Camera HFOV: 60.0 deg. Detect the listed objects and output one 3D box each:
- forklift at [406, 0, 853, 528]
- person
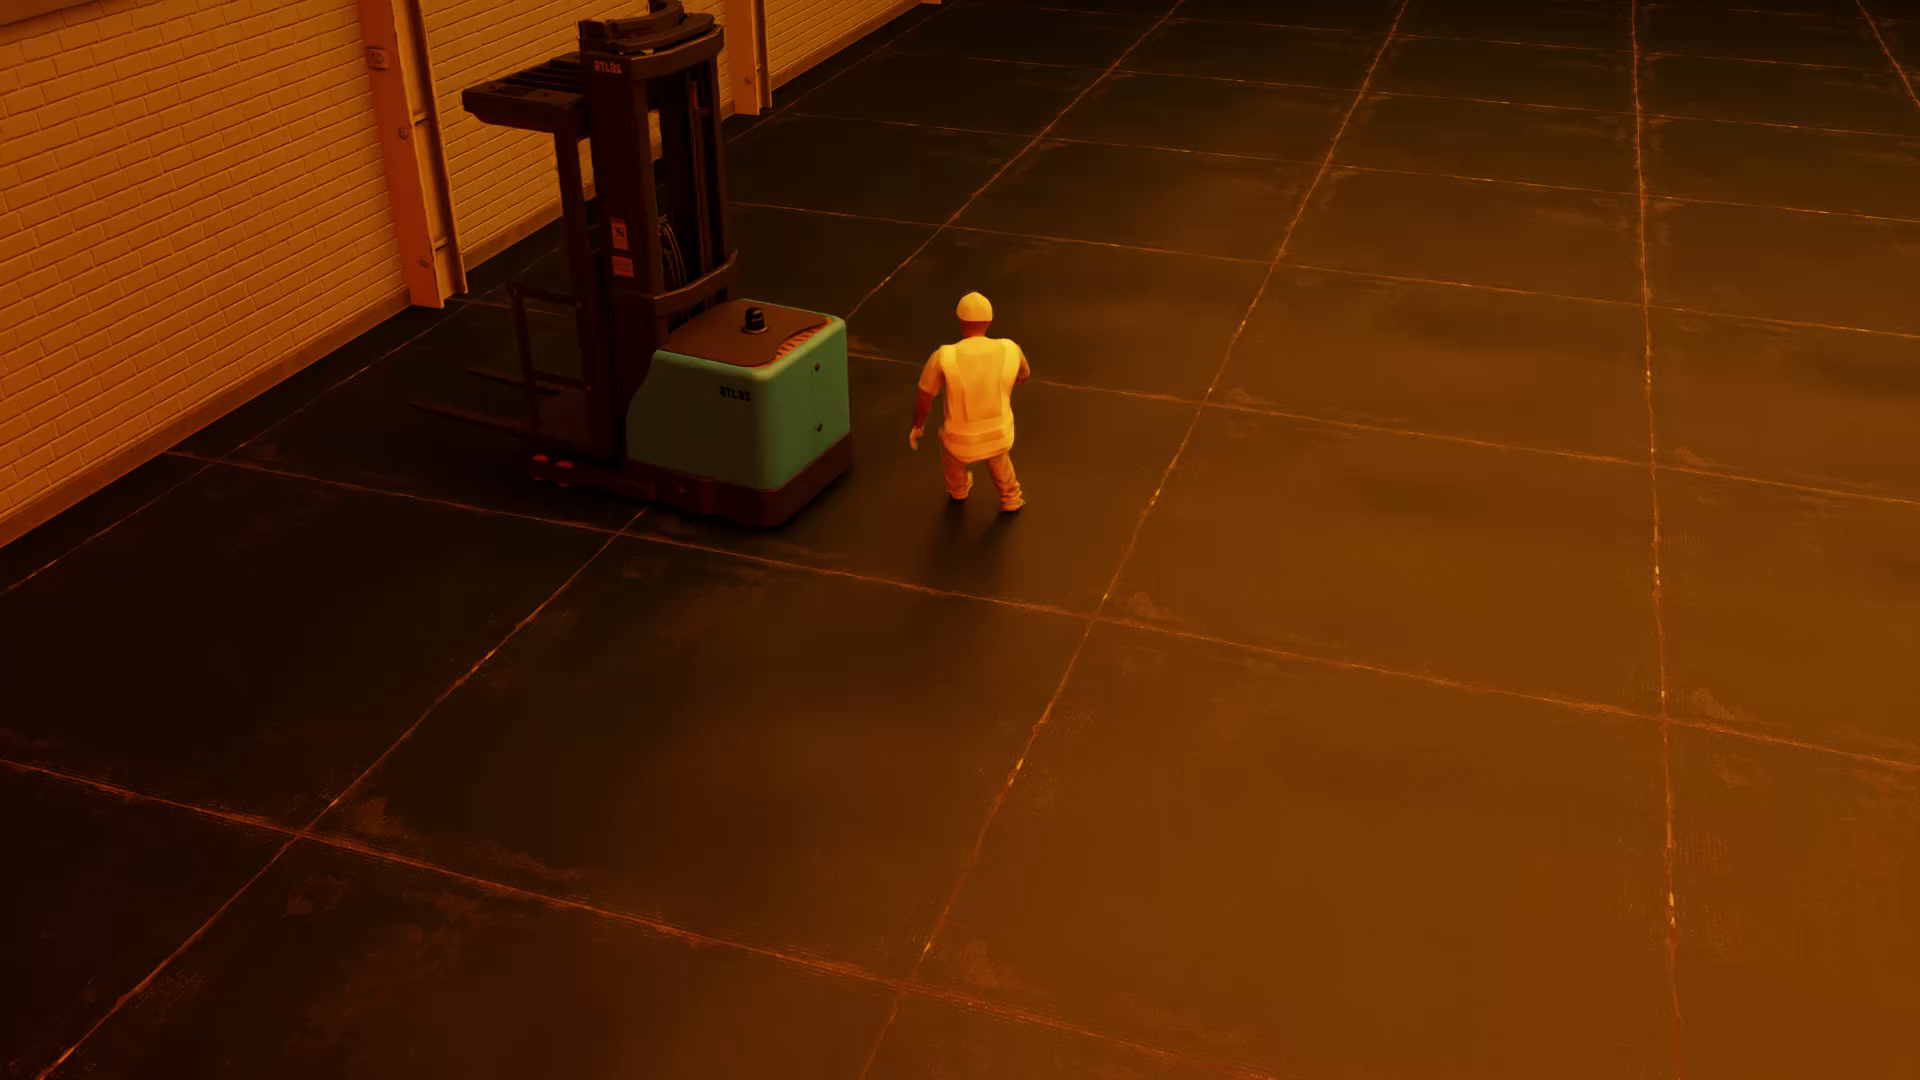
[{"bbox_3d":[-2.252,-1.837,10.358,3.031,2.935,1.130,13,32,22],"label":"forklift"},{"bbox_3d":[0.036,-0.790,10.028,0.818,1.562,0.919,-9,31,-15],"label":"person"}]
